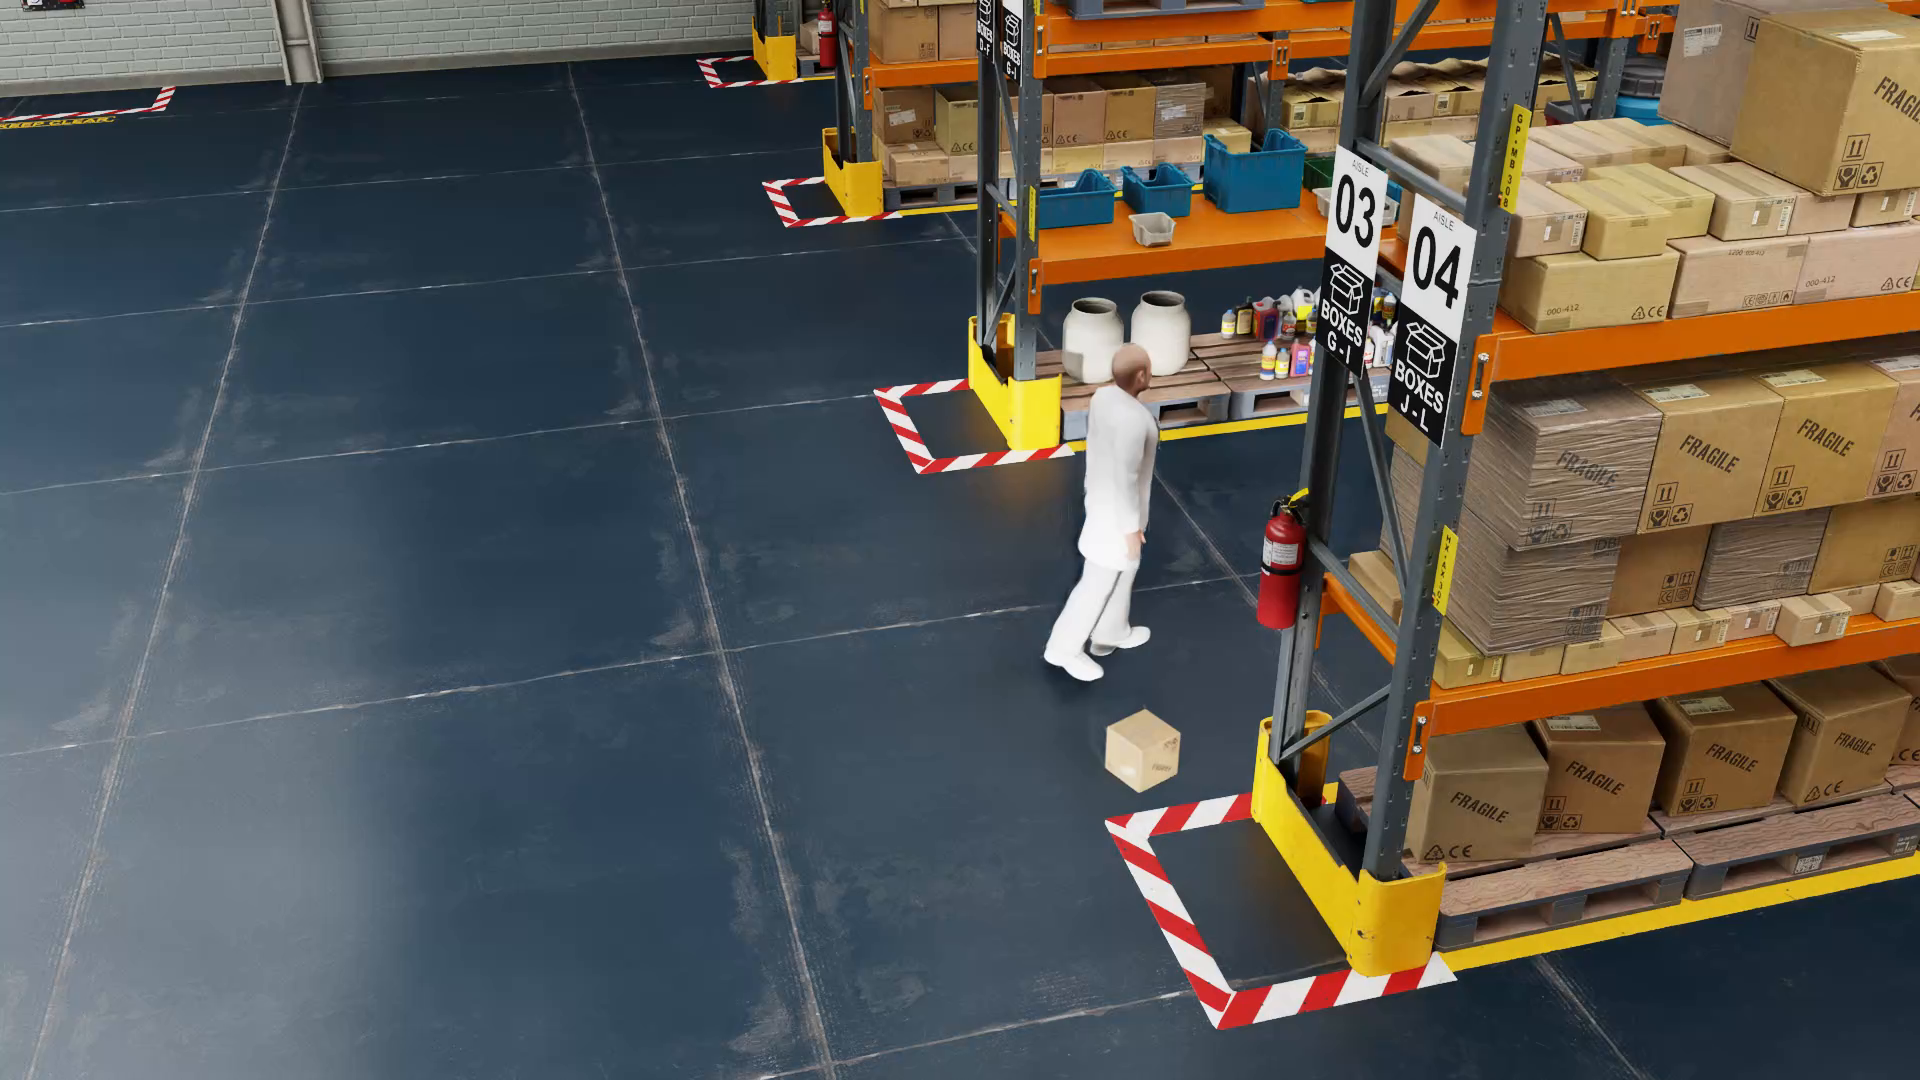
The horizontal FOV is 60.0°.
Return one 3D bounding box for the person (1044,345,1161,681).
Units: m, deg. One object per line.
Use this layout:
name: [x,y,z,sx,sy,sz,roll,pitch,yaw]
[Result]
person: [0.749,-0.147,8.517,0.624,1.770,0.613,-4,30,-7]
